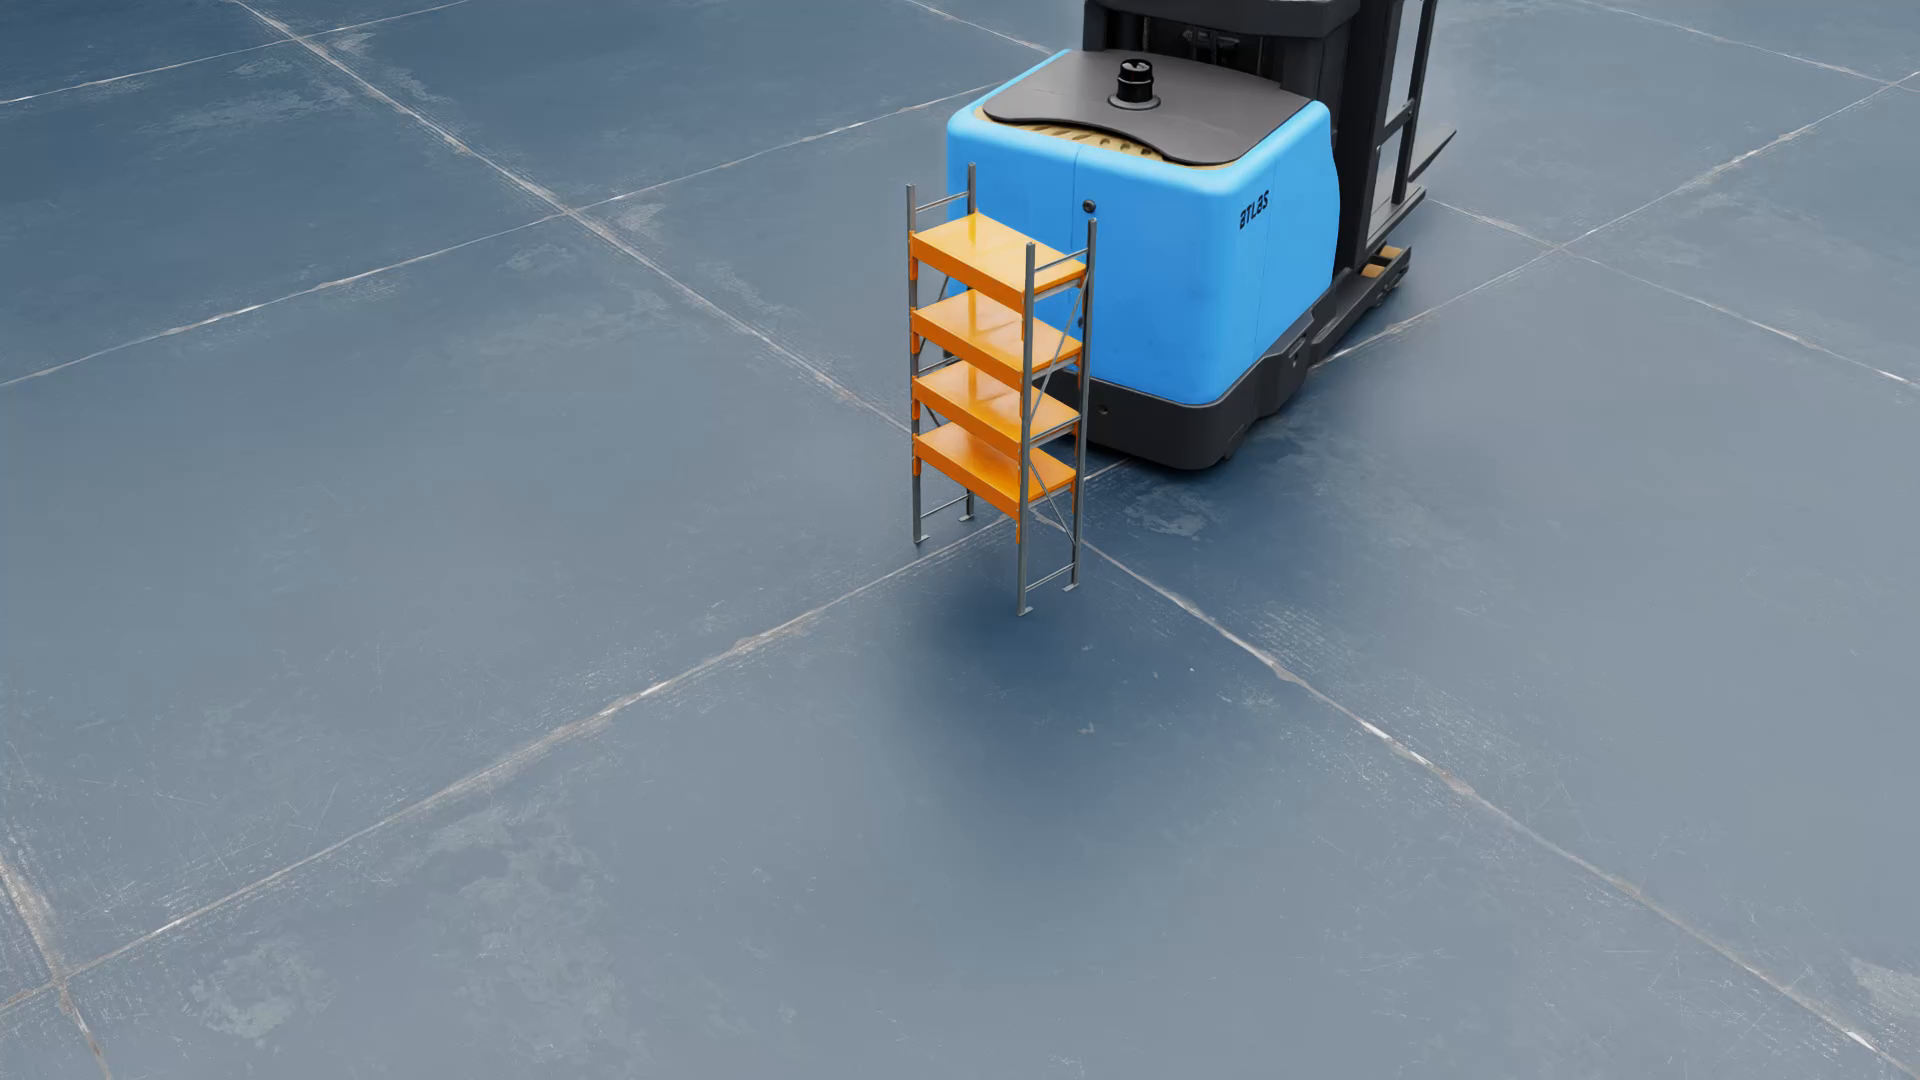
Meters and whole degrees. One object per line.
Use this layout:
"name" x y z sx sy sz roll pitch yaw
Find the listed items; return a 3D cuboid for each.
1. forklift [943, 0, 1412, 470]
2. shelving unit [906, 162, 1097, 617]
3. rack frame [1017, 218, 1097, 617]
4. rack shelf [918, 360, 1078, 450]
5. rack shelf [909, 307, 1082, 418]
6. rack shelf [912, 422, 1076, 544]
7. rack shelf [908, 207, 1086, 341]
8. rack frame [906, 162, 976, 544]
"forklift" 0.860 -1.951 5.523 1.129 2.867 1.939 20 40 26
"shelving unit" 0.107 -0.417 4.800 0.258 1.200 0.503 -26 43 -32
"rack frame" 0.264 -0.309 4.648 0.240 1.200 0.015 -26 43 -32
"rack shelf" 0.107 -0.394 4.816 0.221 0.050 0.457 -26 43 -32
"rack shelf" 0.107 -0.544 4.710 0.258 0.148 0.480 -26 43 -32
"rack shelf" 0.107 -0.200 4.954 0.258 0.148 0.480 -26 43 -32
"rack shelf" 0.107 -0.737 4.573 0.258 0.148 0.480 -26 43 -32
"rack frame" -0.051 -0.524 4.952 0.240 1.200 0.015 -26 43 -32
